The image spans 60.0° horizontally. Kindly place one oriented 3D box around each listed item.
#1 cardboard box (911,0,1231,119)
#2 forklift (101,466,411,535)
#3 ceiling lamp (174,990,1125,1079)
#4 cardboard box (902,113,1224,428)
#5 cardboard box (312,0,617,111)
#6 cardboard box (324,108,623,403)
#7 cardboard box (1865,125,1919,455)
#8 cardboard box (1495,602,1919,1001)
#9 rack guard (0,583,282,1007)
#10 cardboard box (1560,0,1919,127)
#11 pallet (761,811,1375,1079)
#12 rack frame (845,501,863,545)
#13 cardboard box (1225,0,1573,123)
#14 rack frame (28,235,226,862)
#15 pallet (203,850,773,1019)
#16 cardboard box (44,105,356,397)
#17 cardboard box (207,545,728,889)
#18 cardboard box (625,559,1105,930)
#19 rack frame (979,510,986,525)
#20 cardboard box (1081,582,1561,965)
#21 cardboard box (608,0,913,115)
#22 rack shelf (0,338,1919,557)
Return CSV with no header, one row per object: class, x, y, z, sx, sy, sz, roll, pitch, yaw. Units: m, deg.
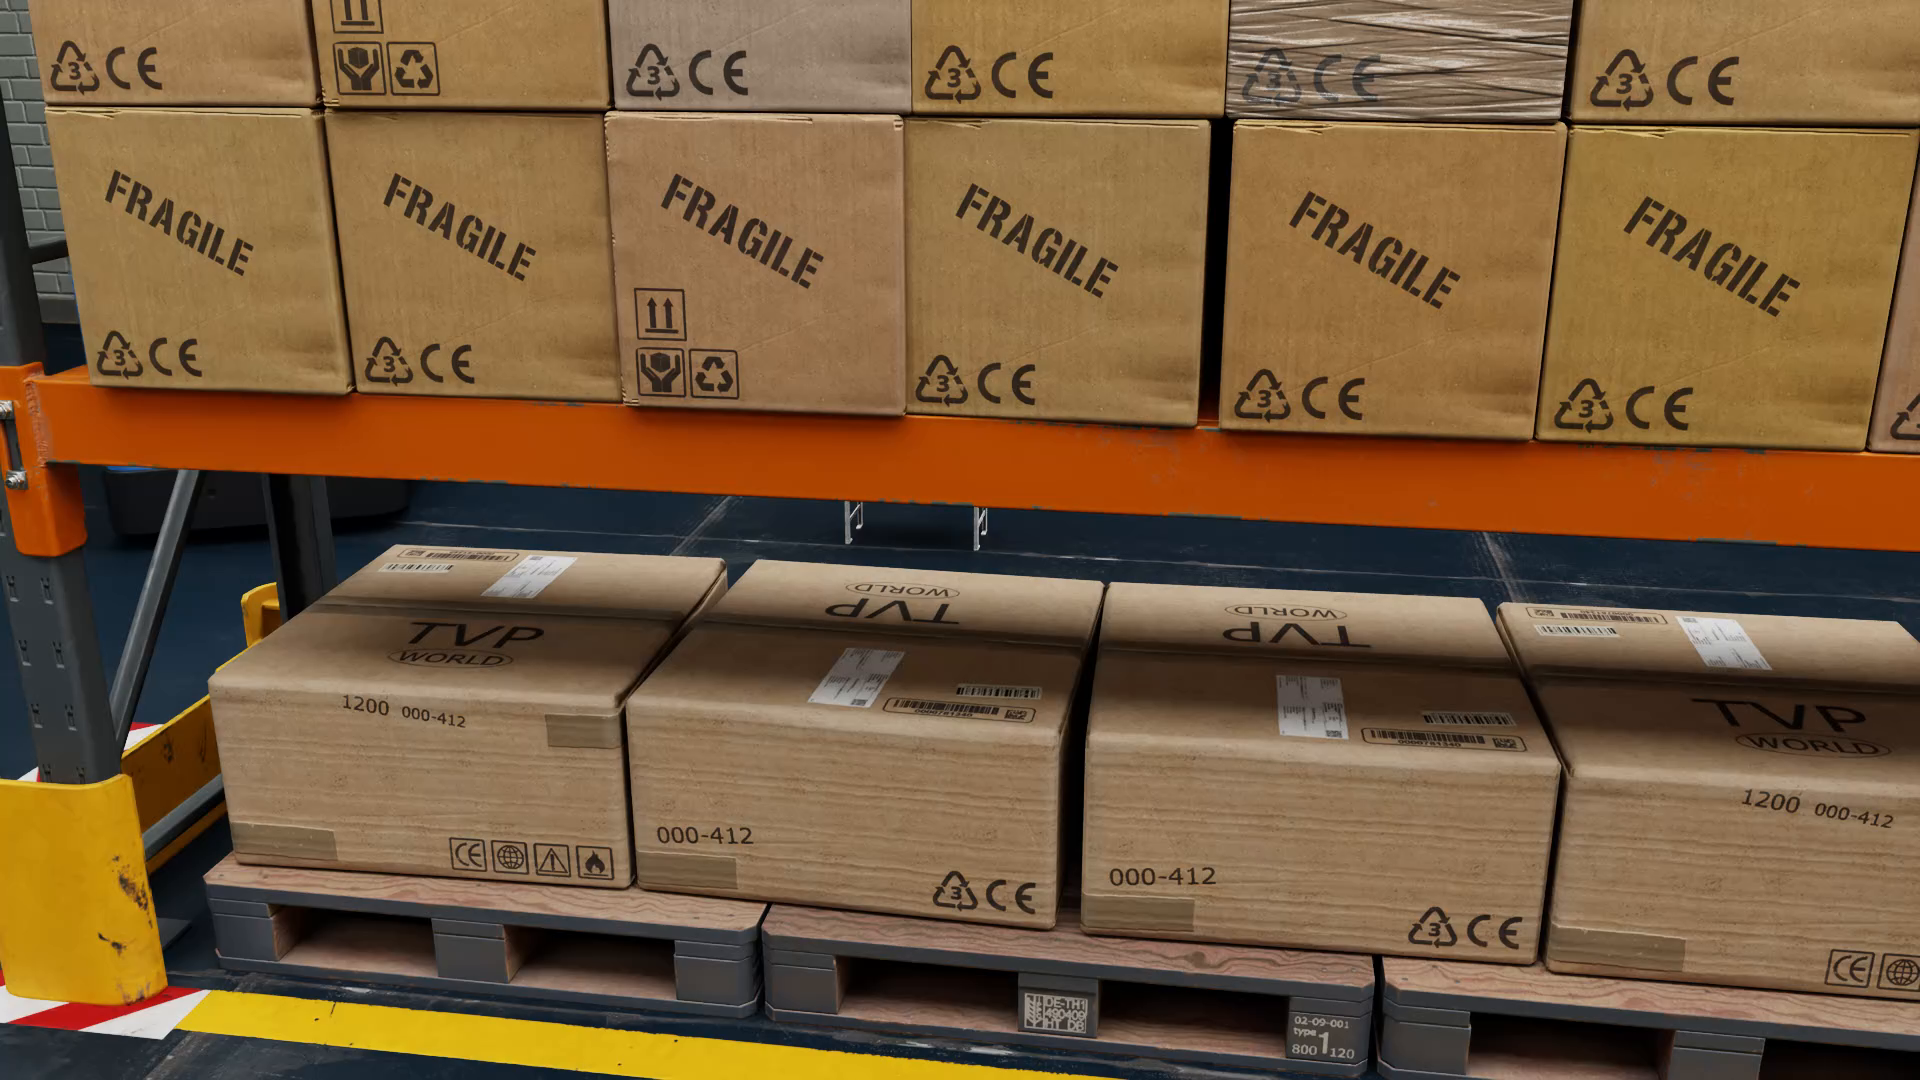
cardboard box,0.208,-0.984,2.784,0.500,0.500,0.500,3,19,9
forklift,-2.735,-0.586,3.574,2.687,2.843,10.536,-5,19,-16
ceiling lamp,0.131,1.052,3.160,3.459,0.001,0.159,3,19,9
cardboard box,0.194,-0.513,2.952,0.500,0.500,0.500,4,19,10
cardboard box,-0.795,-1.032,2.928,0.500,0.500,0.500,2,19,7
cardboard box,-0.802,-0.565,3.106,0.500,0.500,0.500,3,19,8
cardboard box,1.716,-0.437,2.725,0.500,0.500,0.500,3,19,9
cardboard box,1.612,0.504,3.446,0.875,0.438,0.875,3,19,8
rack guard,-1.758,0.536,3.913,0.348,0.500,1.175,3,19,9
cardboard box,1.205,-0.934,2.633,0.500,0.500,0.500,3,19,8
pallet,0.268,0.752,3.722,1.213,0.211,1.003,3,19,9
rack frame,-0.404,-0.590,6.174,0.015,1.200,0.240,3,19,9
cardboard box,1.057,-1.421,2.472,1.234,1.526,0.509,4,19,10
rack frame,-1.734,-0.649,3.516,0.053,2.616,0.949,3,19,9
pallet,-0.933,0.690,3.908,1.213,0.211,1.003,3,19,9
cardboard box,-1.306,-0.581,3.156,0.500,0.500,0.500,3,19,8
cardboard box,-1.067,0.370,3.847,0.875,0.438,0.875,2,19,7
cardboard box,-0.162,0.413,3.717,0.875,0.438,0.875,3,19,10
rack frame,0.078,-0.565,6.102,0.006,1.046,0.228,3,19,9
cardboard box,0.728,0.459,3.580,0.875,0.438,0.875,2,19,7
cardboard box,-0.285,-1.009,2.858,0.500,0.500,0.500,3,19,8
rack shelf,0.240,-0.206,3.326,4.000,0.370,1.077,3,19,9
